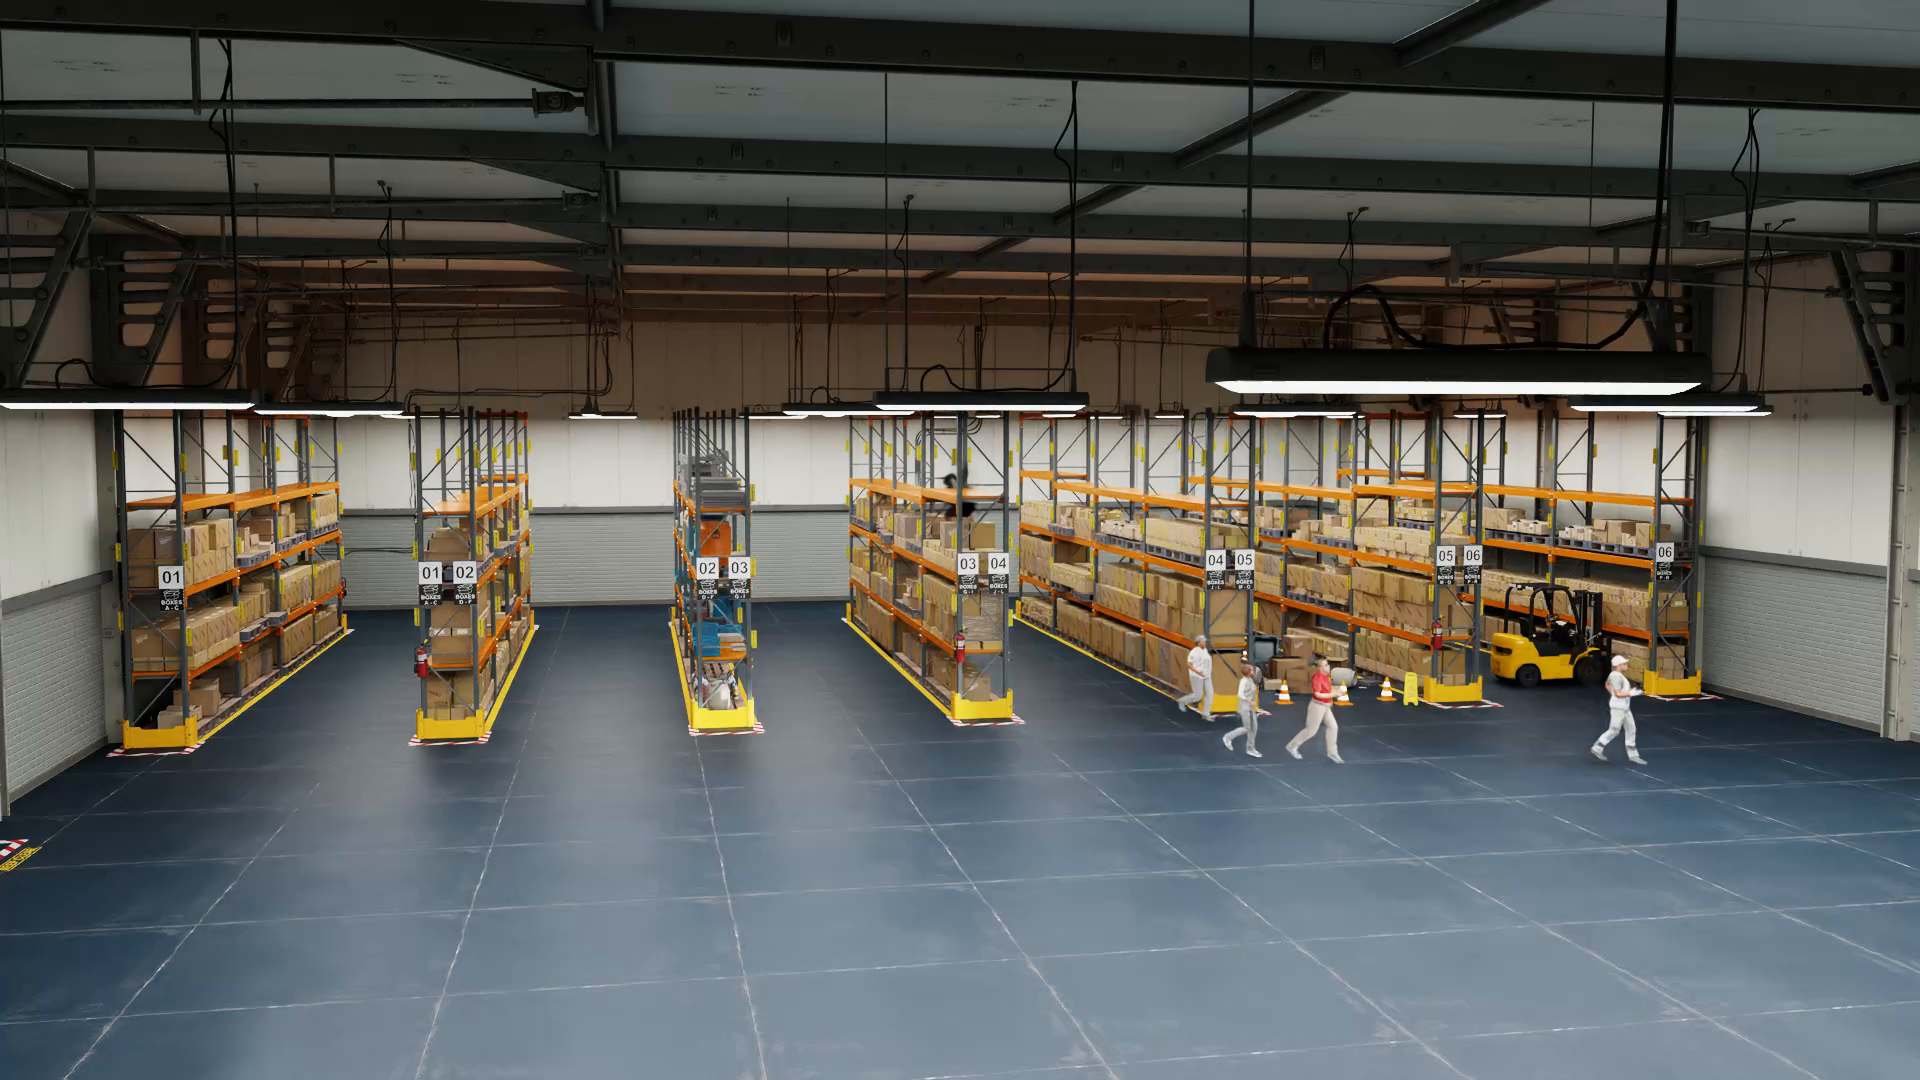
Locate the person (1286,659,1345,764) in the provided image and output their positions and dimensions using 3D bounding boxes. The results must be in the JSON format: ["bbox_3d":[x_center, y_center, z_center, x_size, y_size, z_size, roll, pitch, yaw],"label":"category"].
[{"bbox_3d":[5.998,2.912,27.979,0.948,1.708,0.671,2,5,29],"label":"person"}]

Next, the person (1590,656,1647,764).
[{"bbox_3d":[10.997,2.822,27.711,0.882,1.794,0.648,2,5,30],"label":"person"}]

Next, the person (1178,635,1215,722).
[{"bbox_3d":[4.618,2.647,31.996,0.630,1.647,0.797,-4,6,-44],"label":"person"}]

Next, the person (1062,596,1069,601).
[{"bbox_3d":[3.289,1.400,49.587,0.654,1.674,0.680,-3,5,-34],"label":"person"}]

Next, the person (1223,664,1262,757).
[{"bbox_3d":[4.870,2.911,28.561,0.681,1.593,0.566,2,4,25],"label":"person"}]
